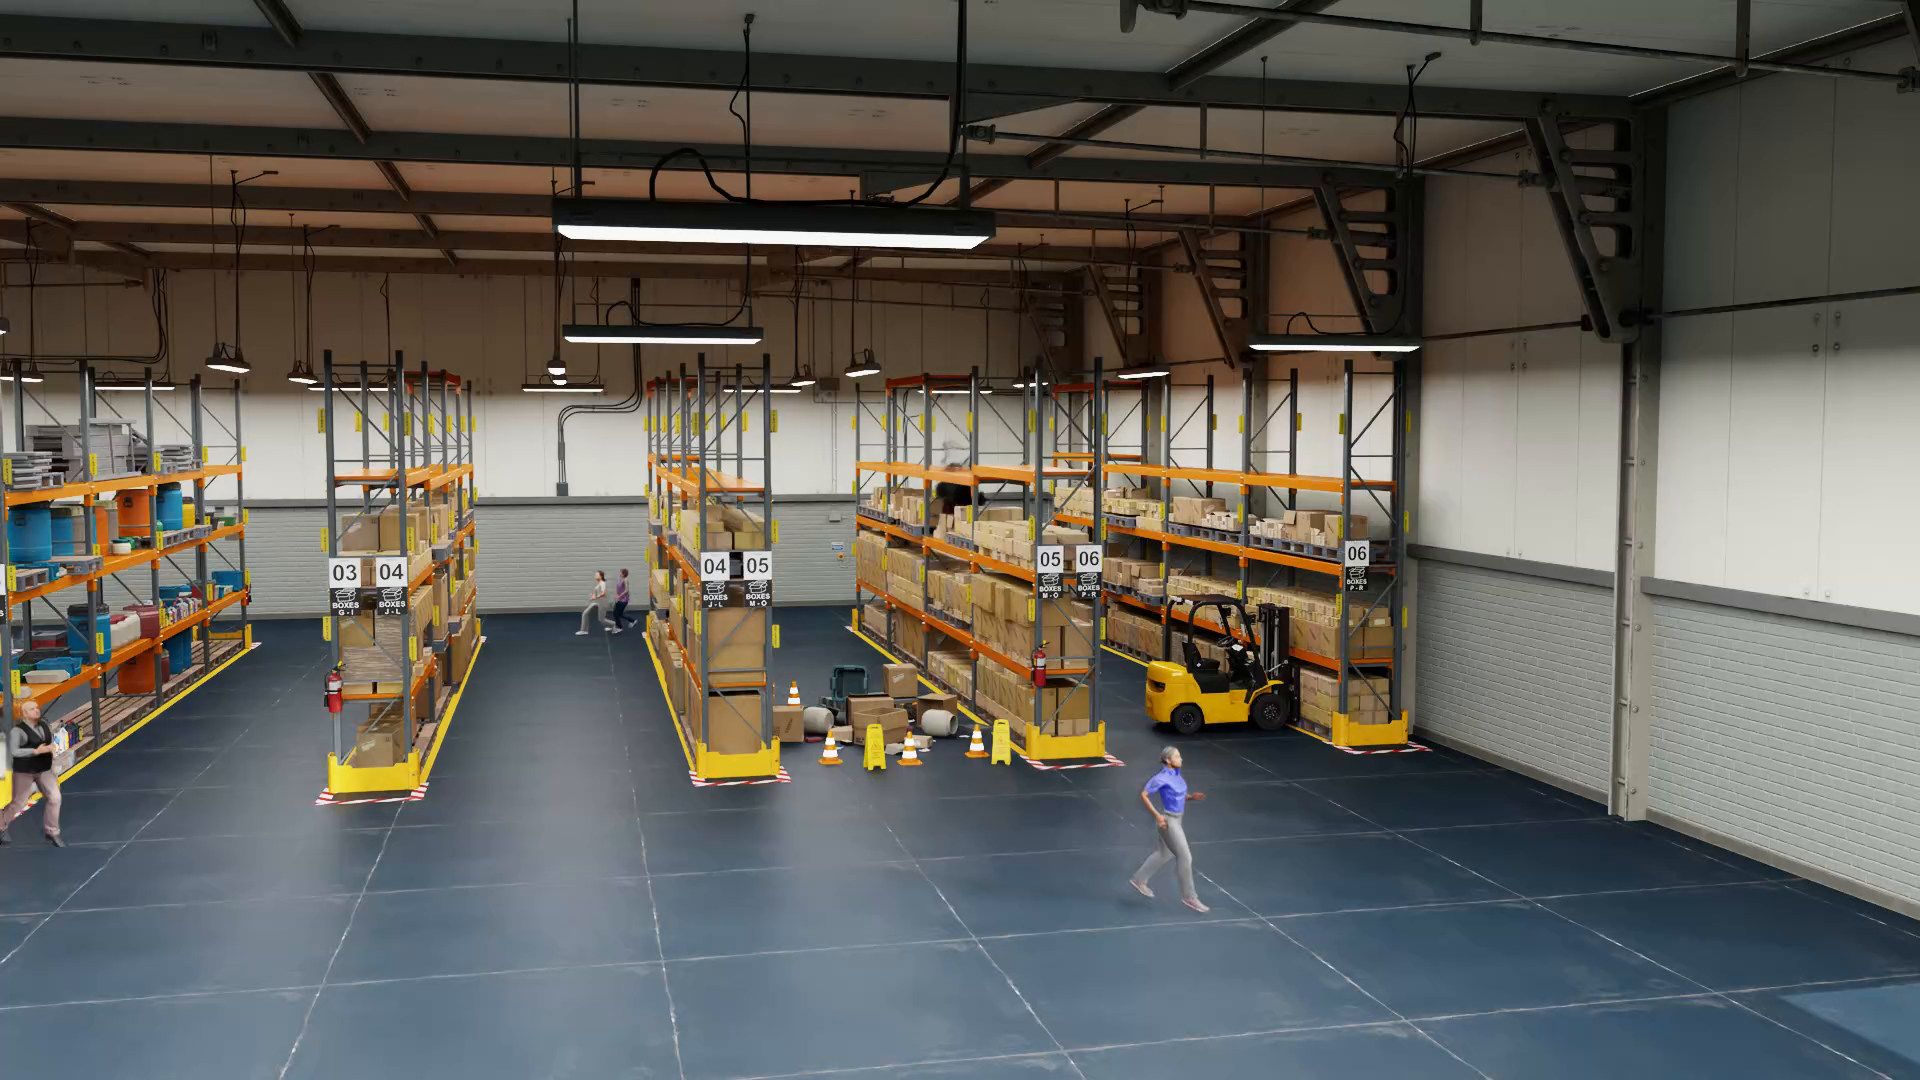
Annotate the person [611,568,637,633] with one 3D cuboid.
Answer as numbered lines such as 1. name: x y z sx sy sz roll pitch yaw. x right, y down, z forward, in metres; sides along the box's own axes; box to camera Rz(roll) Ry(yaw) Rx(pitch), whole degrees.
1. person: -8.052 1.458 39.957 0.628 1.575 0.583 -2 5 -30

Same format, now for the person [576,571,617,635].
1. person: -8.577 1.492 39.556 0.973 1.518 0.649 -4 5 -42

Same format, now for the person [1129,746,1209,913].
1. person: 2.165 2.963 17.197 0.885 1.682 0.562 2 4 21

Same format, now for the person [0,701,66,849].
1. person: -11.016 2.777 19.684 0.906 1.772 0.663 2 4 21
